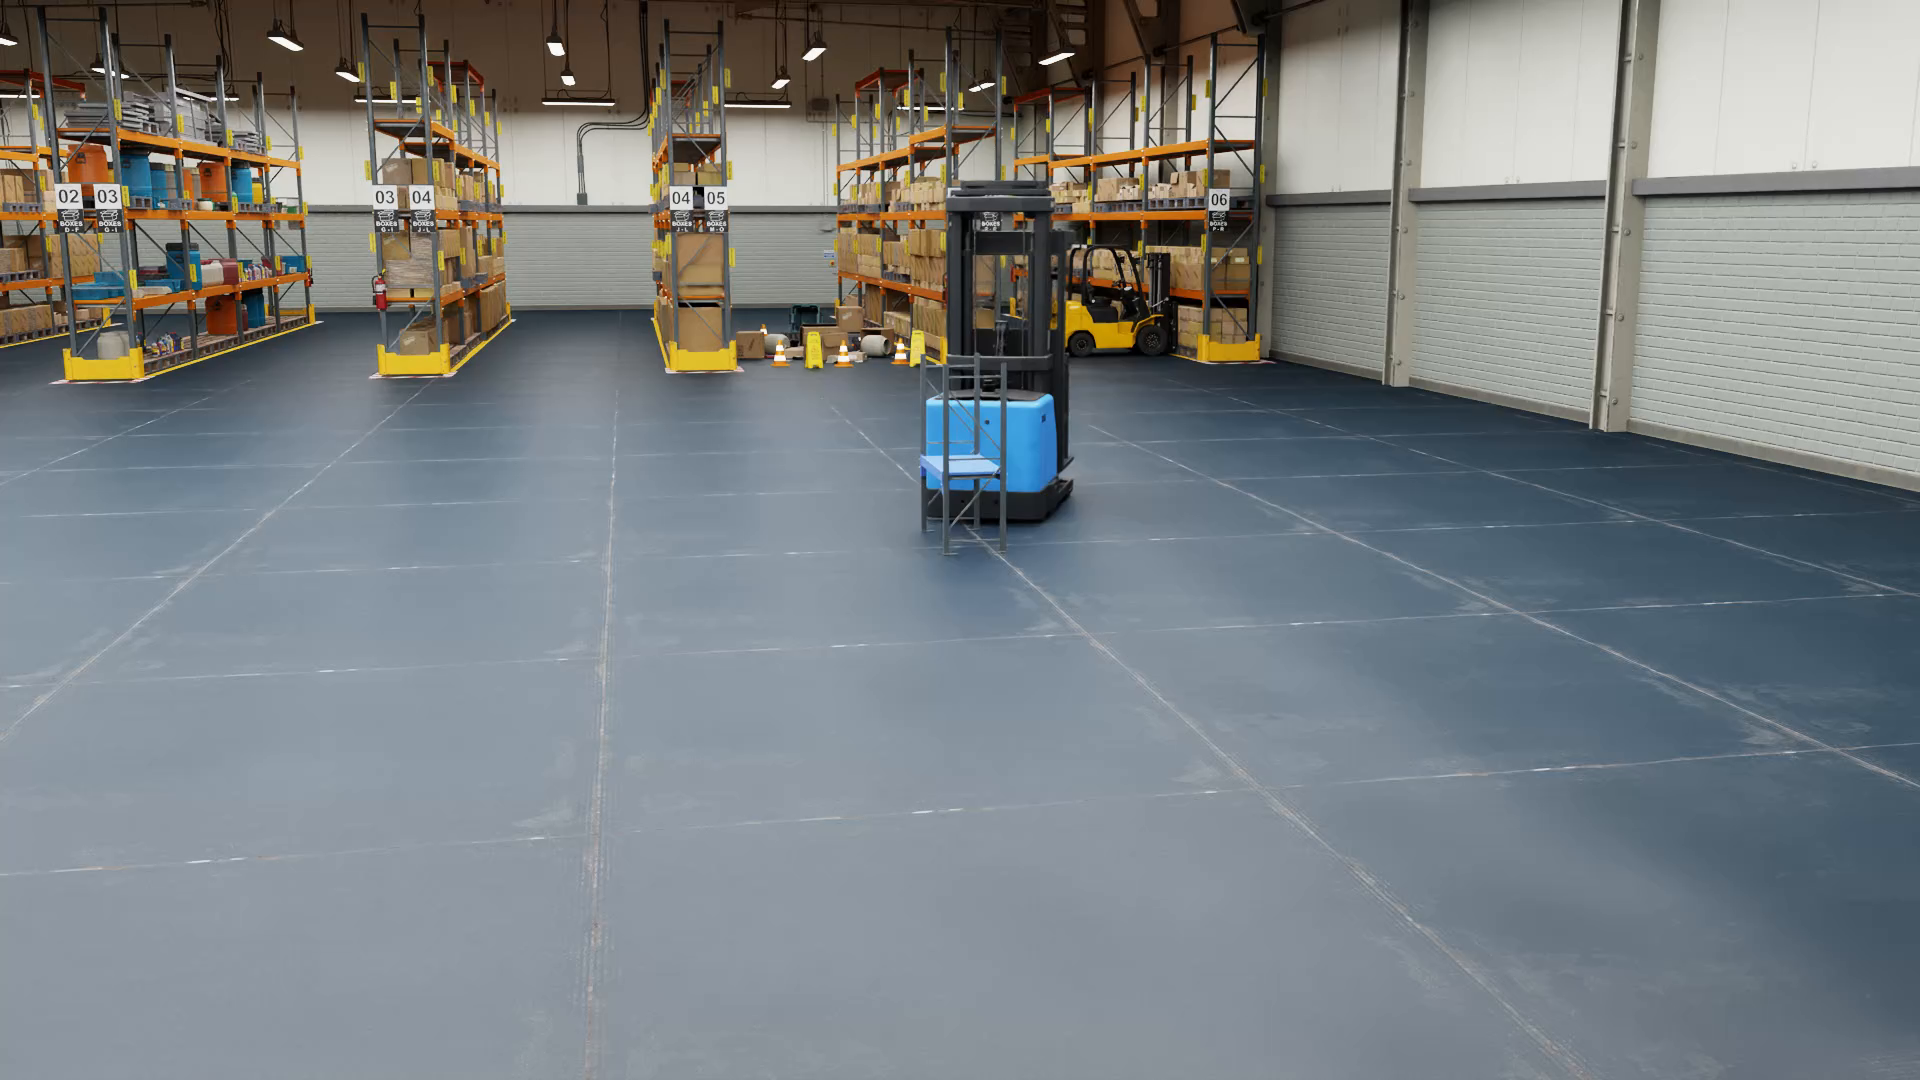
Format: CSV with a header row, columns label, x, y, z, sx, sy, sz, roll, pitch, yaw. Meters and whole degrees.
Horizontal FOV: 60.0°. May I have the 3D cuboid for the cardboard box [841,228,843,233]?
label,x,y,z,sx,sy,sz,roll,pitch,yaw
cardboard box,-3.008,-8.347,44.851,0.380,0.149,0.250,-2,11,-9

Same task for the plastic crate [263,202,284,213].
label,x,y,z,sx,sy,sz,roll,pitch,yaw
plastic crate,-16.639,-8.033,40.208,0.497,0.269,0.590,-2,11,-11

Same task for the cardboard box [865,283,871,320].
label,x,y,z,sx,sy,sz,roll,pitch,yaw
cardboard box,-1.888,-5.978,41.643,0.875,0.875,0.875,-2,11,-9

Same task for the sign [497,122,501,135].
label,x,y,z,sx,sy,sz,roll,pitch,yaw
sign,-12.051,-10.762,43.461,0.100,0.325,0.005,-2,11,-11

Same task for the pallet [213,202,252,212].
label,x,y,z,sx,sy,sz,roll,pitch,yaw
pallet,-15.941,-7.177,35.865,1.003,0.211,1.213,-2,11,-11

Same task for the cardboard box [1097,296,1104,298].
label,x,y,z,sx,sy,sz,roll,pitch,yaw
cardboard box,3.215,-5.753,39.725,0.380,0.149,0.250,-3,11,-14

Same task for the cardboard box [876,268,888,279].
label,x,y,z,sx,sy,sz,roll,pitch,yaw
cardboard box,-1.662,-6.203,38.663,0.500,0.250,0.500,-3,11,-13

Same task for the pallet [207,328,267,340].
label,x,y,z,sx,sy,sz,roll,pitch,yaw
pallet,-16.316,-4.649,37.558,1.003,0.211,1.213,-2,11,-11

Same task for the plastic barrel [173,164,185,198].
label,x,y,z,sx,sy,sz,roll,pitch,yaw
plastic barrel,-15.676,-6.964,32.899,0.600,0.901,0.708,-2,11,-11

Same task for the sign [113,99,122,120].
label,x,y,z,sx,sy,sz,roll,pitch,yaw
sign,-13.792,-7.049,27.223,0.100,0.325,0.005,-2,11,-11

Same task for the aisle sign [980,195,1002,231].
label,x,y,z,sx,sy,sz,roll,pitch,yaw
aisle sign,0.563,-6.003,30.259,0.394,0.787,0.004,-2,11,-11

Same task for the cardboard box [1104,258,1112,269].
label,x,y,z,sx,sy,sz,roll,pitch,yaw
cardboard box,3.586,-6.267,37.666,0.500,0.250,0.500,-2,11,-12

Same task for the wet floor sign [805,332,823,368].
label,x,y,z,sx,sy,sz,roll,pitch,yaw
wet floor sign,-2.641,-3.437,30.030,0.267,0.644,0.232,-4,12,-21

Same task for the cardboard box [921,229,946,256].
label,x,y,z,sx,sy,sz,roll,pitch,yaw
cardboard box,-0.358,-5.681,31.784,0.700,0.500,0.500,-2,11,-12

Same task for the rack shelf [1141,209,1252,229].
label,x,y,z,sx,sy,sz,roll,pitch,yaw
rack shelf,4.726,-6.394,33.169,1.077,0.370,4.000,-2,11,-11

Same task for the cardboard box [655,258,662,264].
label,x,y,z,sx,sy,sz,roll,pitch,yaw
cardboard box,-6.687,-6.298,37.514,0.380,0.149,0.250,-2,11,-10

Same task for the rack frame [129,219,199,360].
label,x,y,z,sx,sy,sz,roll,pitch,yaw
rack frame,-15.110,-4.919,31.518,1.000,3.000,0.127,-2,11,-11

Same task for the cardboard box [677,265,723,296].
label,x,y,z,sx,sy,sz,roll,pitch,yaw
cardboard box,-4.705,-4.667,29.795,0.875,0.550,0.550,-2,11,-11

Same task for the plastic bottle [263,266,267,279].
label,x,y,z,sx,sy,sz,roll,pitch,yaw
plastic bottle,-16.182,-6.228,38.705,0.061,0.283,0.133,-2,11,-11

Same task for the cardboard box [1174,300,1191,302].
label,x,y,z,sx,sy,sz,roll,pitch,yaw
cardboard box,4.623,-4.904,34.996,0.500,0.250,0.500,-2,11,-10

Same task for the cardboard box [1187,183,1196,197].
label,x,y,z,sx,sy,sz,roll,pitch,yaw
cardboard box,4.607,-6.757,32.123,0.396,0.266,0.258,-2,11,-11

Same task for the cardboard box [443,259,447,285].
label,x,y,z,sx,sy,sz,roll,pitch,yaw
cardboard box,-9.909,-4.935,30.541,0.875,0.500,0.500,-2,11,-11

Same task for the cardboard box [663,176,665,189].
label,x,y,z,sx,sy,sz,roll,pitch,yaw
cardboard box,-5.348,-6.777,31.475,0.500,0.250,0.500,-2,11,-12

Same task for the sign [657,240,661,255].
label,x,y,z,sx,sy,sz,roll,pitch,yaw
sign,-6.675,-6.503,36.955,0.100,0.325,0.005,-2,11,-11

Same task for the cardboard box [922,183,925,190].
label,x,y,z,sx,sy,sz,roll,pitch,yaw
cardboard box,-0.545,-6.943,32.671,0.380,0.149,0.250,-2,11,-13

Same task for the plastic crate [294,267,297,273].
label,x,y,z,sx,sy,sz,roll,pitch,yaw
plastic crate,-17.108,-6.877,42.349,0.396,0.136,0.243,-2,11,-11

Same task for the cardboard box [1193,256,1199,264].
label,x,y,z,sx,sy,sz,roll,pitch,yaw
cardboard box,4.694,-5.374,31.906,0.380,0.149,0.250,-2,11,-10

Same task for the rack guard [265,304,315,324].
label,x,y,z,sx,sy,sz,roll,pitch,yaw
rack guard,-17.461,-5.896,43.335,1.175,0.500,0.348,-2,11,-11

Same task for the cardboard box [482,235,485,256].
label,x,y,z,sx,sy,sz,roll,pitch,yaw
cardboard box,-11.675,-6.991,39.456,0.797,0.503,0.637,-2,11,-12

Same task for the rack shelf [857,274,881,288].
label,x,y,z,sx,sy,sz,roll,pitch,yaw
rack shelf,-1.698,-6.206,40.206,1.077,0.370,4.000,-2,11,-11

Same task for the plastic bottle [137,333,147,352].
label,x,y,z,sx,sy,sz,roll,pitch,yaw
plastic bottle,-15.219,-3.676,30.895,0.144,0.351,0.185,-2,11,-11

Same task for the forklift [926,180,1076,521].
label,x,y,z,sx,sy,sz,roll,pitch,yaw
forklift,0.472,-1.833,15.489,1.130,2.935,3.031,2,11,11

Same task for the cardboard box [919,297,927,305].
label,x,y,z,sx,sy,sz,roll,pitch,yaw
cardboard box,-0.614,-4.765,33.197,0.380,0.149,0.250,-2,11,-9

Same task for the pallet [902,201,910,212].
label,x,y,z,sx,sy,sz,roll,pitch,yaw
pallet,-0.546,-6.958,34.710,1.213,0.211,1.003,-2,11,-11

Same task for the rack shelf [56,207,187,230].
label,x,y,z,sx,sy,sz,roll,pitch,yaw
rack shelf,-14.721,-5.672,29.377,1.077,0.370,4.000,-2,11,-11

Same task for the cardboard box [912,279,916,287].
label,x,y,z,sx,sy,sz,roll,pitch,yaw
cardboard box,-0.784,-5.267,34.016,0.380,0.149,0.250,-2,11,-11

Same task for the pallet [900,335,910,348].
label,x,y,z,sx,sy,sz,roll,pitch,yaw
pallet,-0.684,-4.232,35.368,1.003,0.211,1.213,-2,11,-11

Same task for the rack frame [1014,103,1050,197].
label,x,y,z,sx,sy,sz,roll,pitch,yaw
rack frame,2.003,-10.789,46.312,1.000,3.000,0.127,-2,11,-11

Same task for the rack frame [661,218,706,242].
label,x,y,z,sx,sy,sz,roll,pitch,yaw
rack frame,-6.145,-5.994,37.169,1.000,3.000,0.127,-2,11,-11

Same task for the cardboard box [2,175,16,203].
label,x,y,z,sx,sy,sz,roll,pitch,yaw
cardboard box,-21.347,-7.768,36.806,0.600,0.600,0.600,-2,11,-12

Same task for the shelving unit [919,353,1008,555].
label,x,y,z,sx,sy,sz,roll,pitch,yaw
shelving unit,0.017,-0.721,13.474,0.538,1.500,1.048,-2,11,-11

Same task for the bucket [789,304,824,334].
label,x,y,z,sx,sy,sz,roll,pitch,yaw
bucket,-3.079,-4.458,33.788,0.726,0.611,0.620,2,1,9

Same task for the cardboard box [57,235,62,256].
label,x,y,z,sx,sy,sz,roll,pitch,yaw
cardboard box,-21.442,-6.938,39.186,0.500,0.500,0.500,-2,11,-13

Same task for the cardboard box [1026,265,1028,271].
label,x,y,z,sx,sy,sz,roll,pitch,yaw
cardboard box,2.000,-7.410,45.276,0.380,0.149,0.250,-2,11,-13

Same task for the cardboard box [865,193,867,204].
label,x,y,z,sx,sy,sz,roll,pitch,yaw
cardboard box,-2.075,-8.193,39.932,0.396,0.266,0.258,-1,11,-6

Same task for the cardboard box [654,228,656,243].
label,x,y,z,sx,sy,sz,roll,pitch,yaw
cardboard box,-7.587,-7.774,42.783,0.500,0.500,0.500,-2,11,-13

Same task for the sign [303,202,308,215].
label,x,y,z,sx,sy,sz,roll,pitch,yaw
sign,-16.907,-8.565,42.931,0.100,0.325,0.005,-2,11,-11

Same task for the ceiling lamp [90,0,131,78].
label,x,y,z,sx,sy,sz,roll,pitch,yaw
ceiling lamp,-18.712,-11.966,36.885,0.800,3.185,2.000,-2,11,-11

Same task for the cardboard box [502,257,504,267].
label,x,y,z,sx,sy,sz,roll,pitch,yaw
cardboard box,-12.231,-7.293,43.597,0.500,0.250,0.500,-2,11,-12

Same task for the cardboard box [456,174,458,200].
label,x,y,z,sx,sy,sz,roll,pitch,yaw
cardboard box,-10.246,-6.919,32.606,0.797,0.503,0.637,-3,11,-14

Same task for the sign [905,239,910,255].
label,x,y,z,sx,sy,sz,roll,pitch,yaw
sign,-1.075,-6.007,34.140,0.100,0.325,0.005,-2,11,-11
